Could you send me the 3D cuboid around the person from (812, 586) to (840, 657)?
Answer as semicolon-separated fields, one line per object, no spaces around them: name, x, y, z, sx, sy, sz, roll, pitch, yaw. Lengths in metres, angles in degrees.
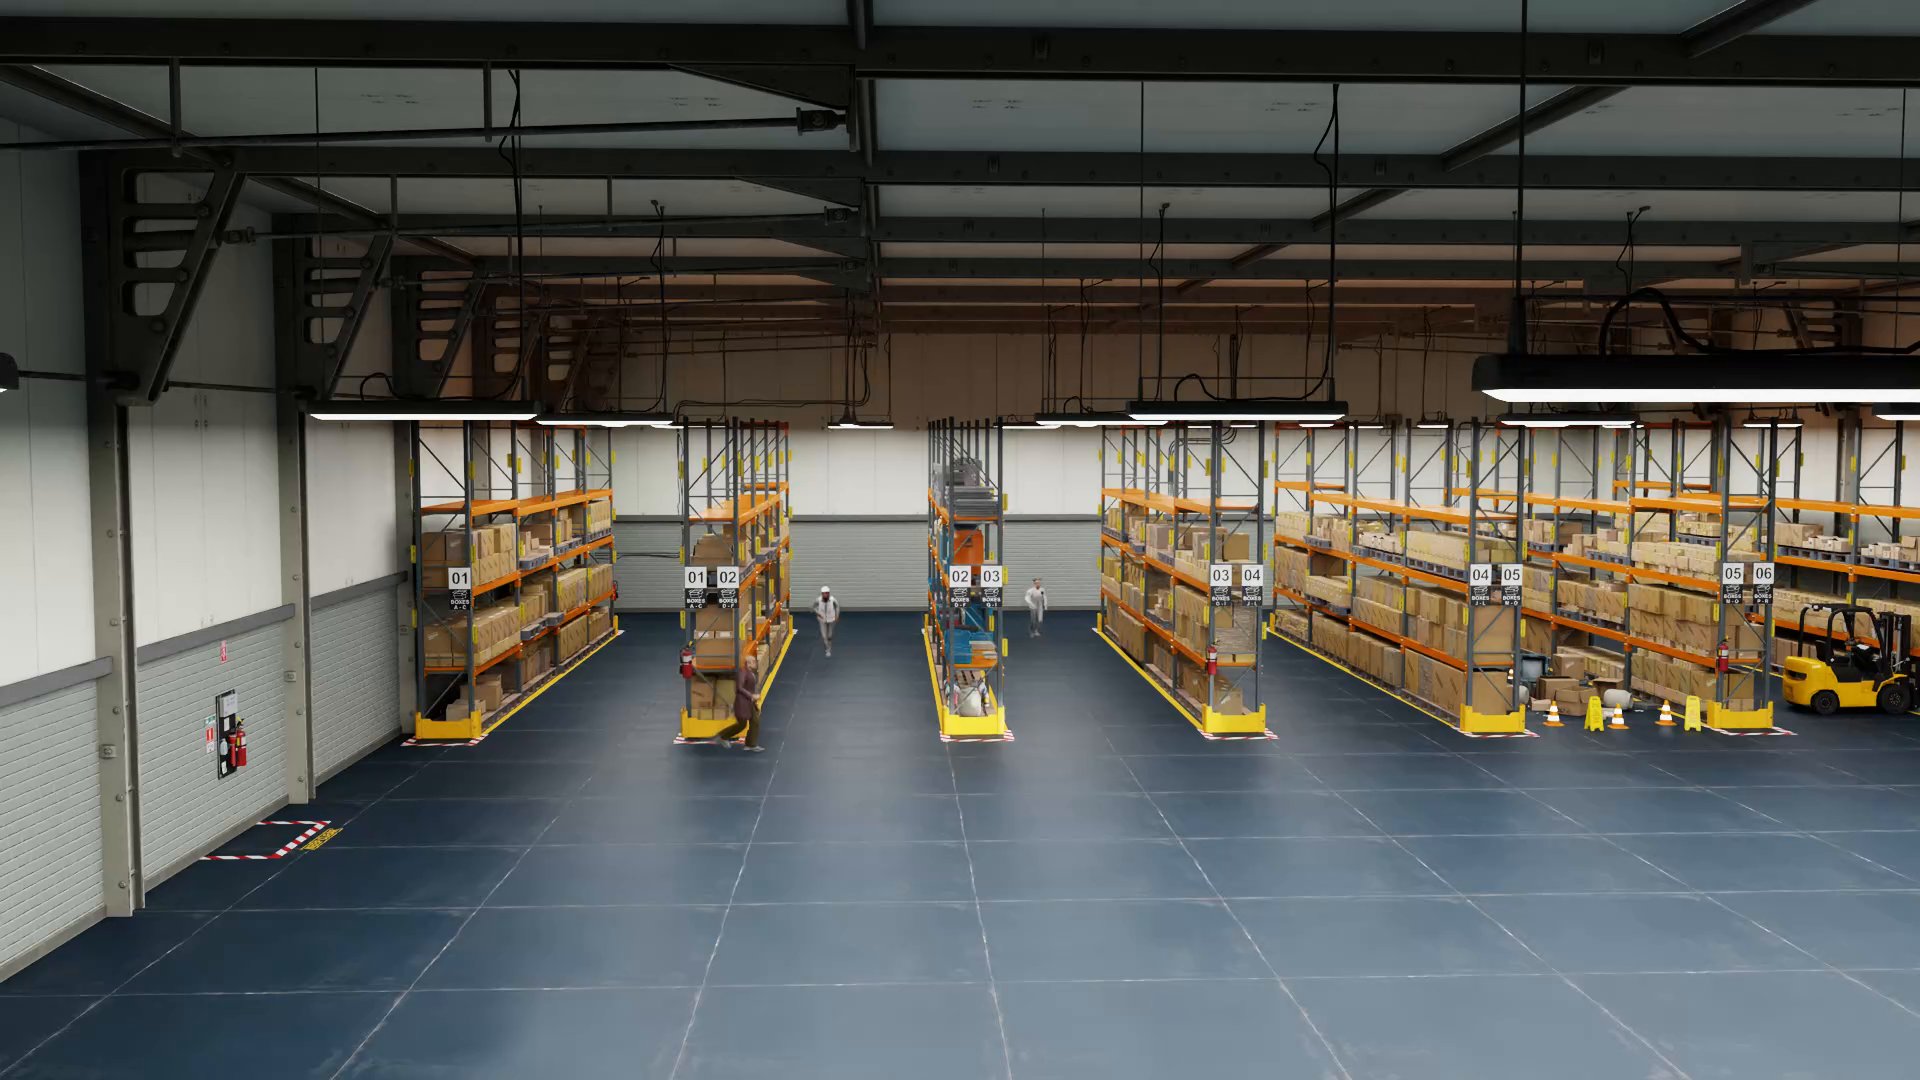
person;-3.249;1.965;40.335;0.636;1.721;0.783;0;4;2

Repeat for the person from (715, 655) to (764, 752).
person;-3.936;2.921;29.719;0.887;1.736;0.704;1;4;14

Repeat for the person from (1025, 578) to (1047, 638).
person;2.026;1.812;44.374;0.614;1.647;0.686;-1;4;-12
